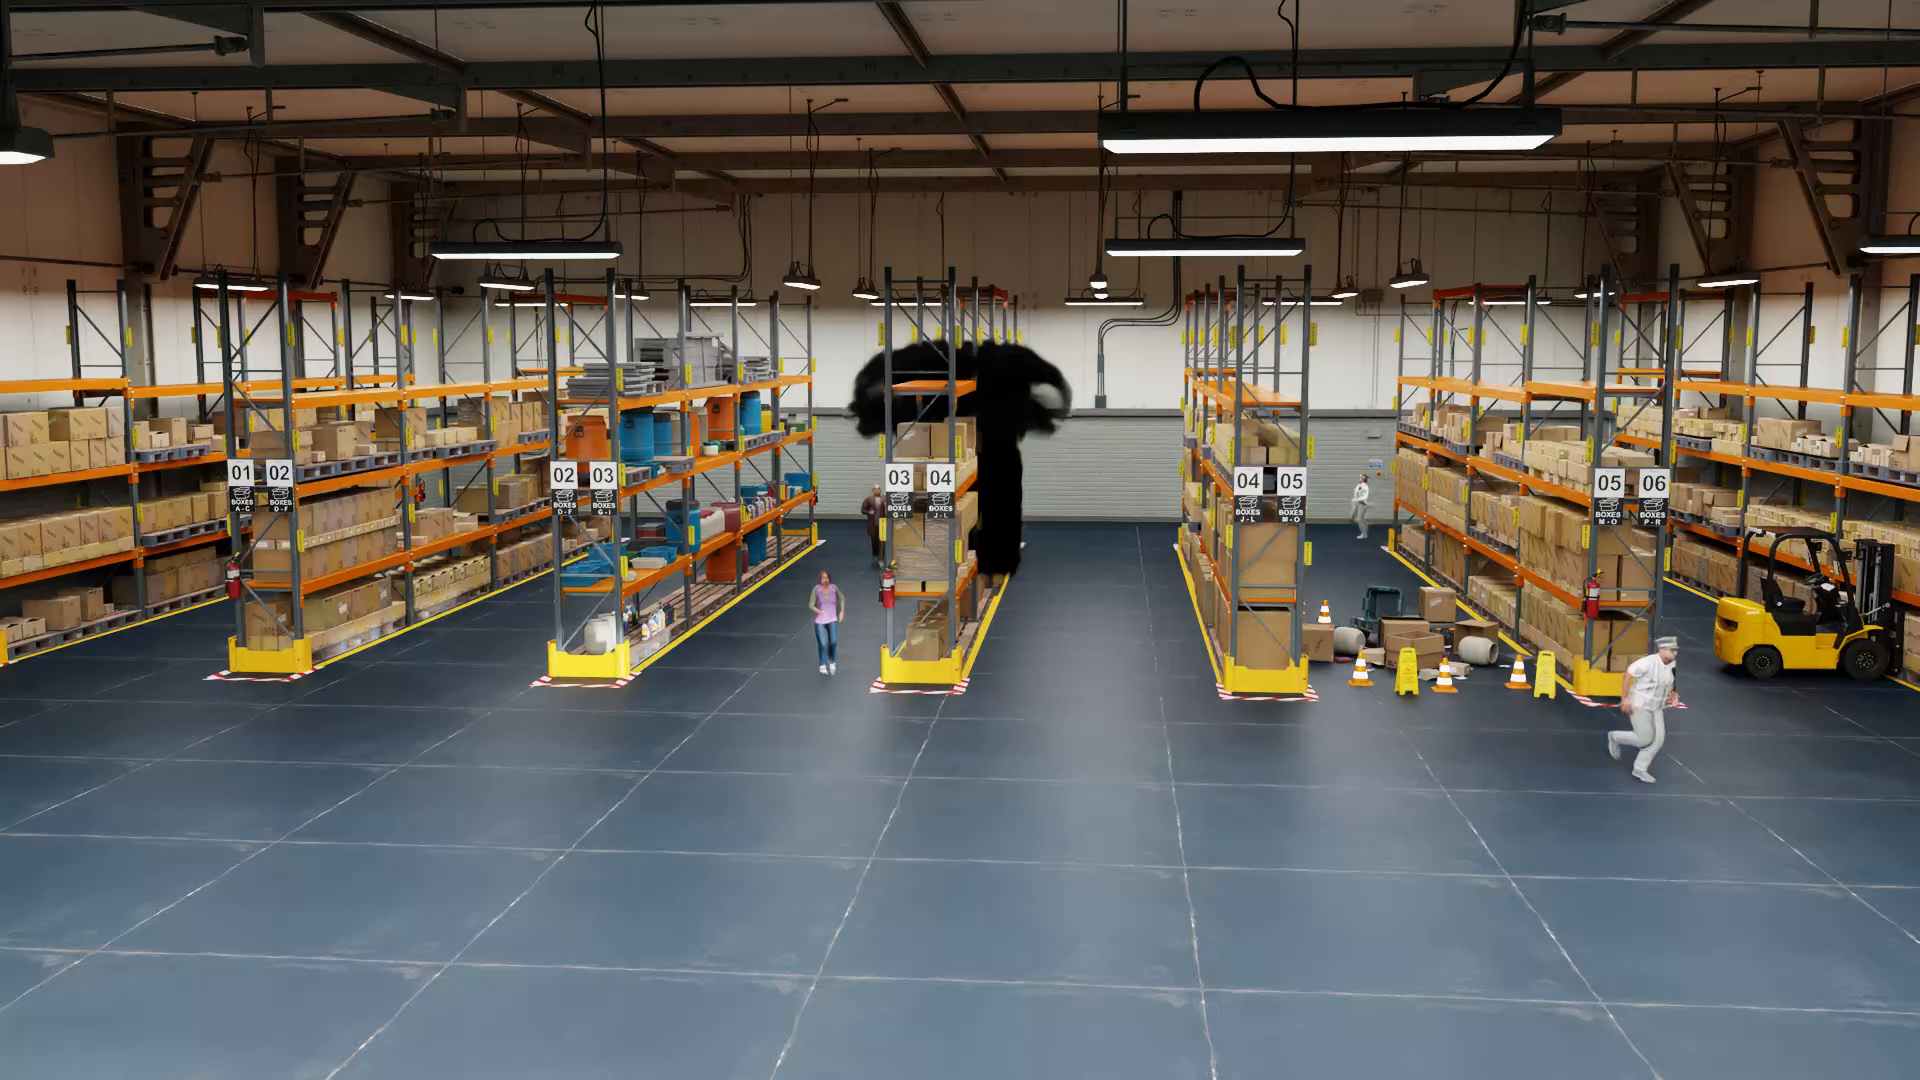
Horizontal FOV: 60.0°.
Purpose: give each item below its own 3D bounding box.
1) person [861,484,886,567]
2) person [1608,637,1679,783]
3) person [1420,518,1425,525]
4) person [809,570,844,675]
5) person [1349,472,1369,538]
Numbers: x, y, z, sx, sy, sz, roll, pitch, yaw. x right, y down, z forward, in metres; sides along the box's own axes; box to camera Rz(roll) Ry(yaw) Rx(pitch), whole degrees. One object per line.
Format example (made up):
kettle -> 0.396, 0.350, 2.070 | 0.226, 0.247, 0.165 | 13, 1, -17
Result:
person -> -1.819, -0.336, 36.450 | 0.710, 1.771, 1.034 | -1, 7, -5
person -> 7.793, 1.891, 18.956 | 0.658, 1.709, 0.784 | -5, 8, -34
person -> 11.410, -0.651, 40.214 | 0.603, 1.578, 0.602 | -7, 10, -44
person -> -1.966, 1.234, 24.652 | 0.555, 1.594, 0.632 | -1, 7, -11
person -> 9.986, -0.866, 41.613 | 0.537, 1.654, 0.606 | -2, 7, -14
